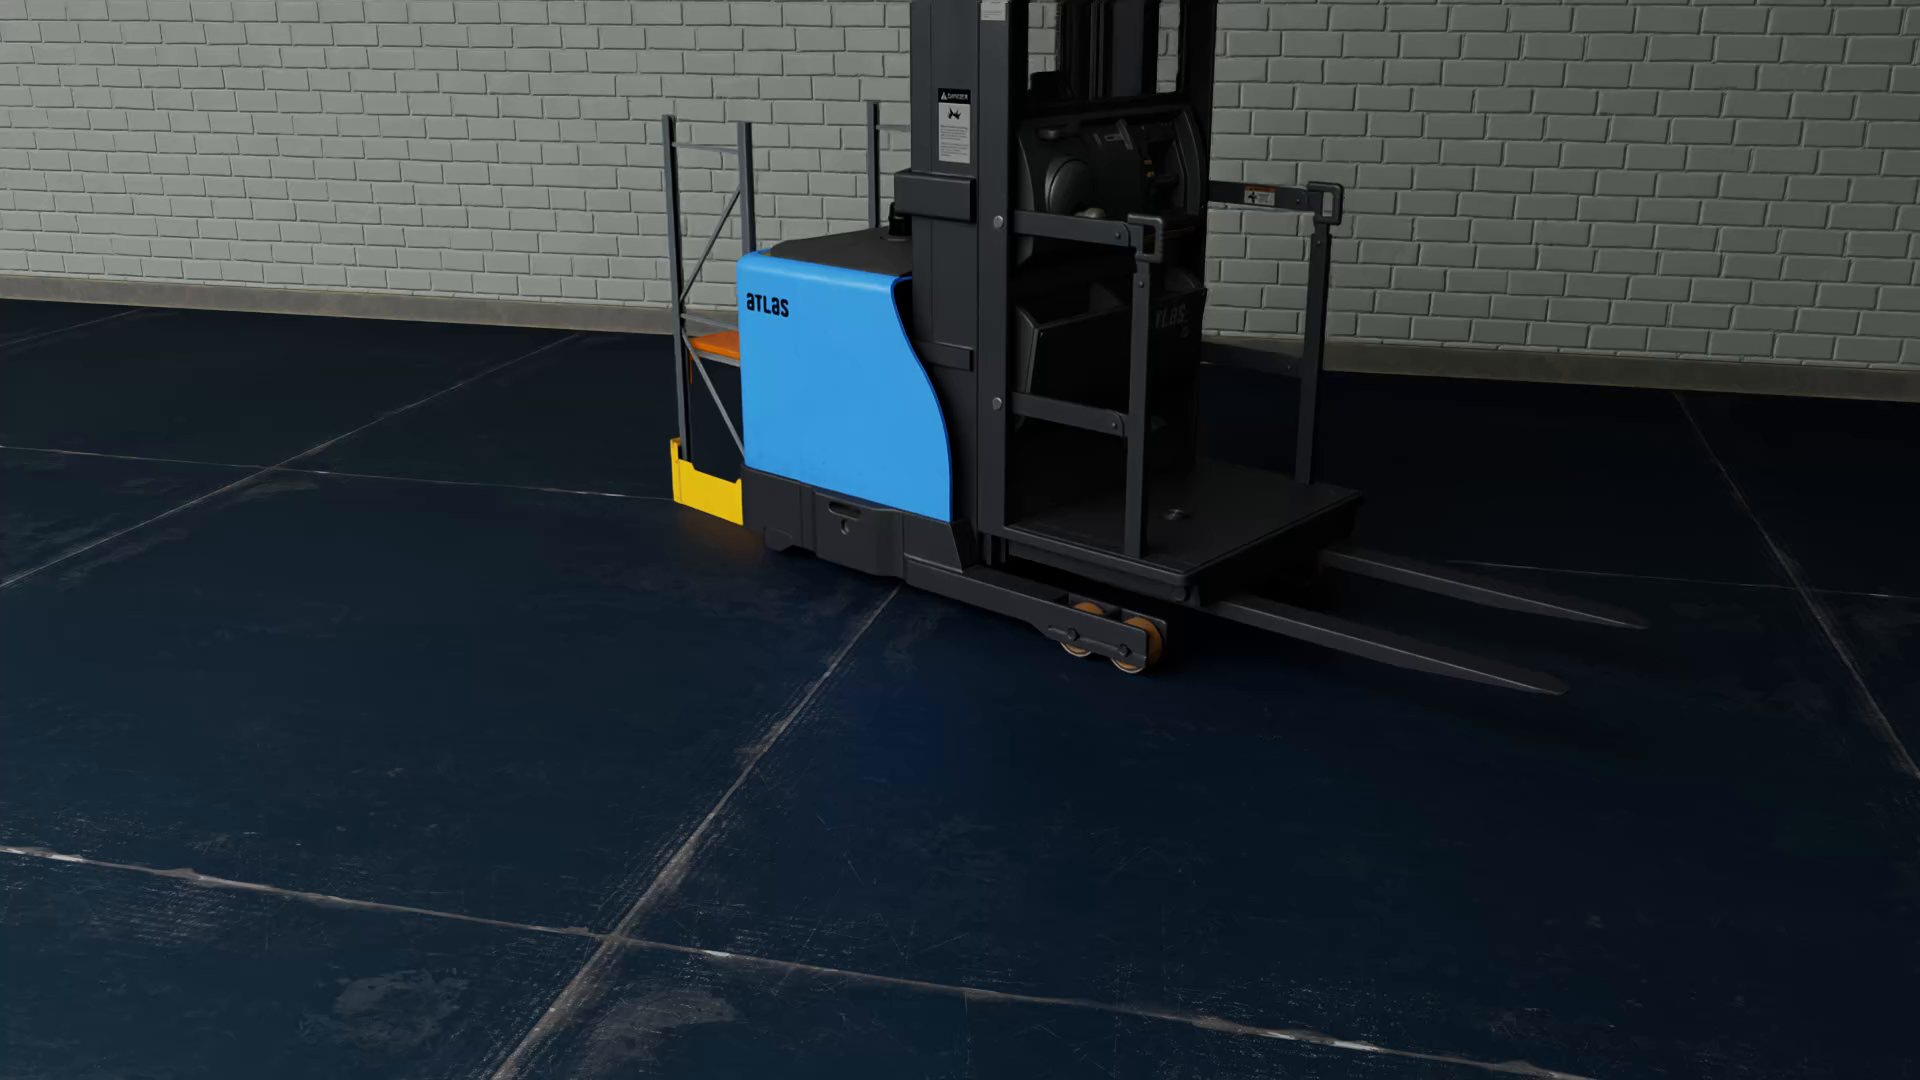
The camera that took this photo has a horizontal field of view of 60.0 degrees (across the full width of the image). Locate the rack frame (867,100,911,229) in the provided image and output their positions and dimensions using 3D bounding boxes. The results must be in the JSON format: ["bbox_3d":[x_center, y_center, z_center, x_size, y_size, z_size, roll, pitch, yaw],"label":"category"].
[{"bbox_3d":[-0.197,-1.042,6.918,0.032,1.500,0.500,-18,26,-42],"label":"rack frame"}]

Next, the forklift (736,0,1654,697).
[{"bbox_3d":[0.644,-1.177,5.098,3.031,2.935,1.130,16,24,38],"label":"forklift"}]

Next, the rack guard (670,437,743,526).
[{"bbox_3d":[-0.918,-0.219,6.443,0.087,0.250,0.587,-18,26,-42],"label":"rack guard"}]

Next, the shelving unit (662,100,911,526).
[{"bbox_3d":[-0.565,-0.924,6.573,1.083,1.500,0.587,-18,26,-42],"label":"shelving unit"}]

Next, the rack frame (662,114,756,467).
[{"bbox_3d":[-0.919,-0.811,6.241,0.032,1.500,0.500,-18,26,-42],"label":"rack frame"}]

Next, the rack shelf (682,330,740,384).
[{"bbox_3d":[-0.558,-0.756,6.637,1.000,0.185,0.538,-18,26,-42],"label":"rack shelf"}]
